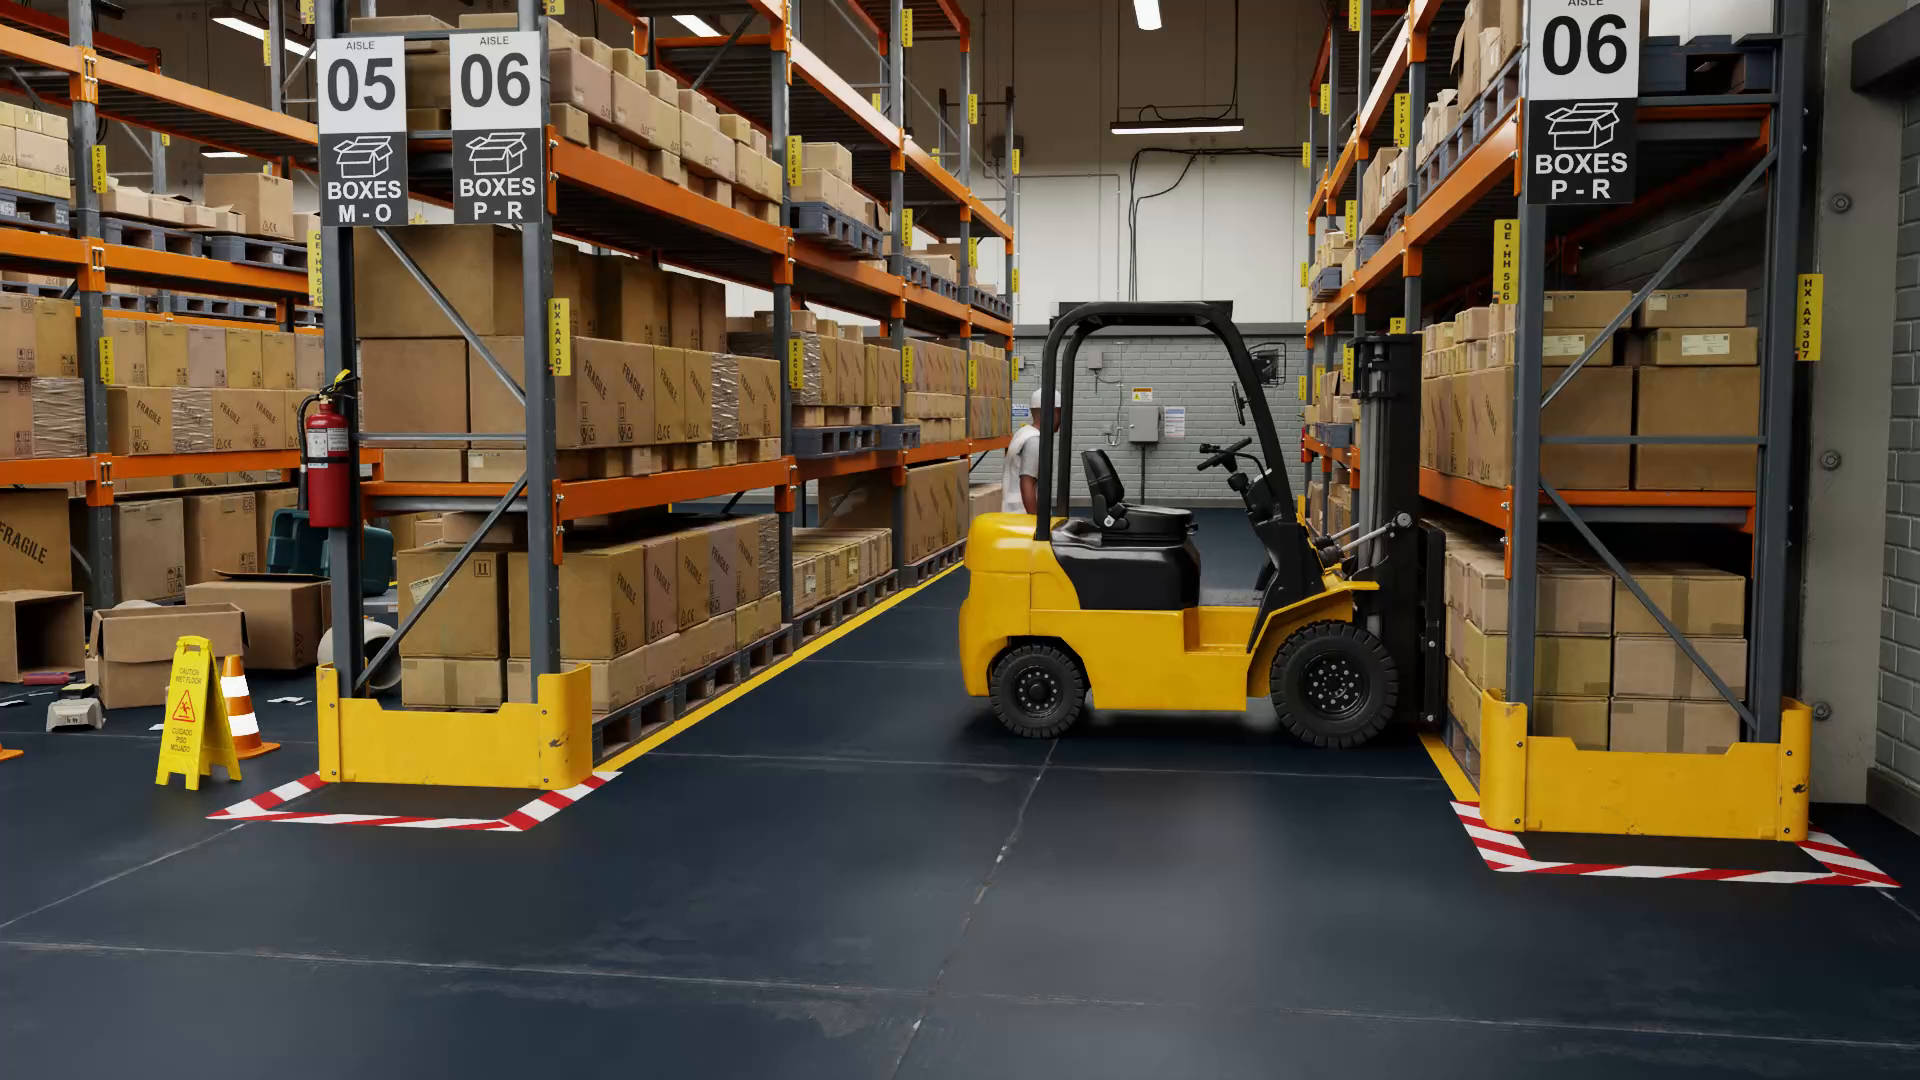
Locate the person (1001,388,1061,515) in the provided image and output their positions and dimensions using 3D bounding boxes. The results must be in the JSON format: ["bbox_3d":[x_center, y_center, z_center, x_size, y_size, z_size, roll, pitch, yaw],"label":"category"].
[{"bbox_3d":[0.493,-0.095,10.753,0.448,1.773,0.628,0,4,5],"label":"person"}]
